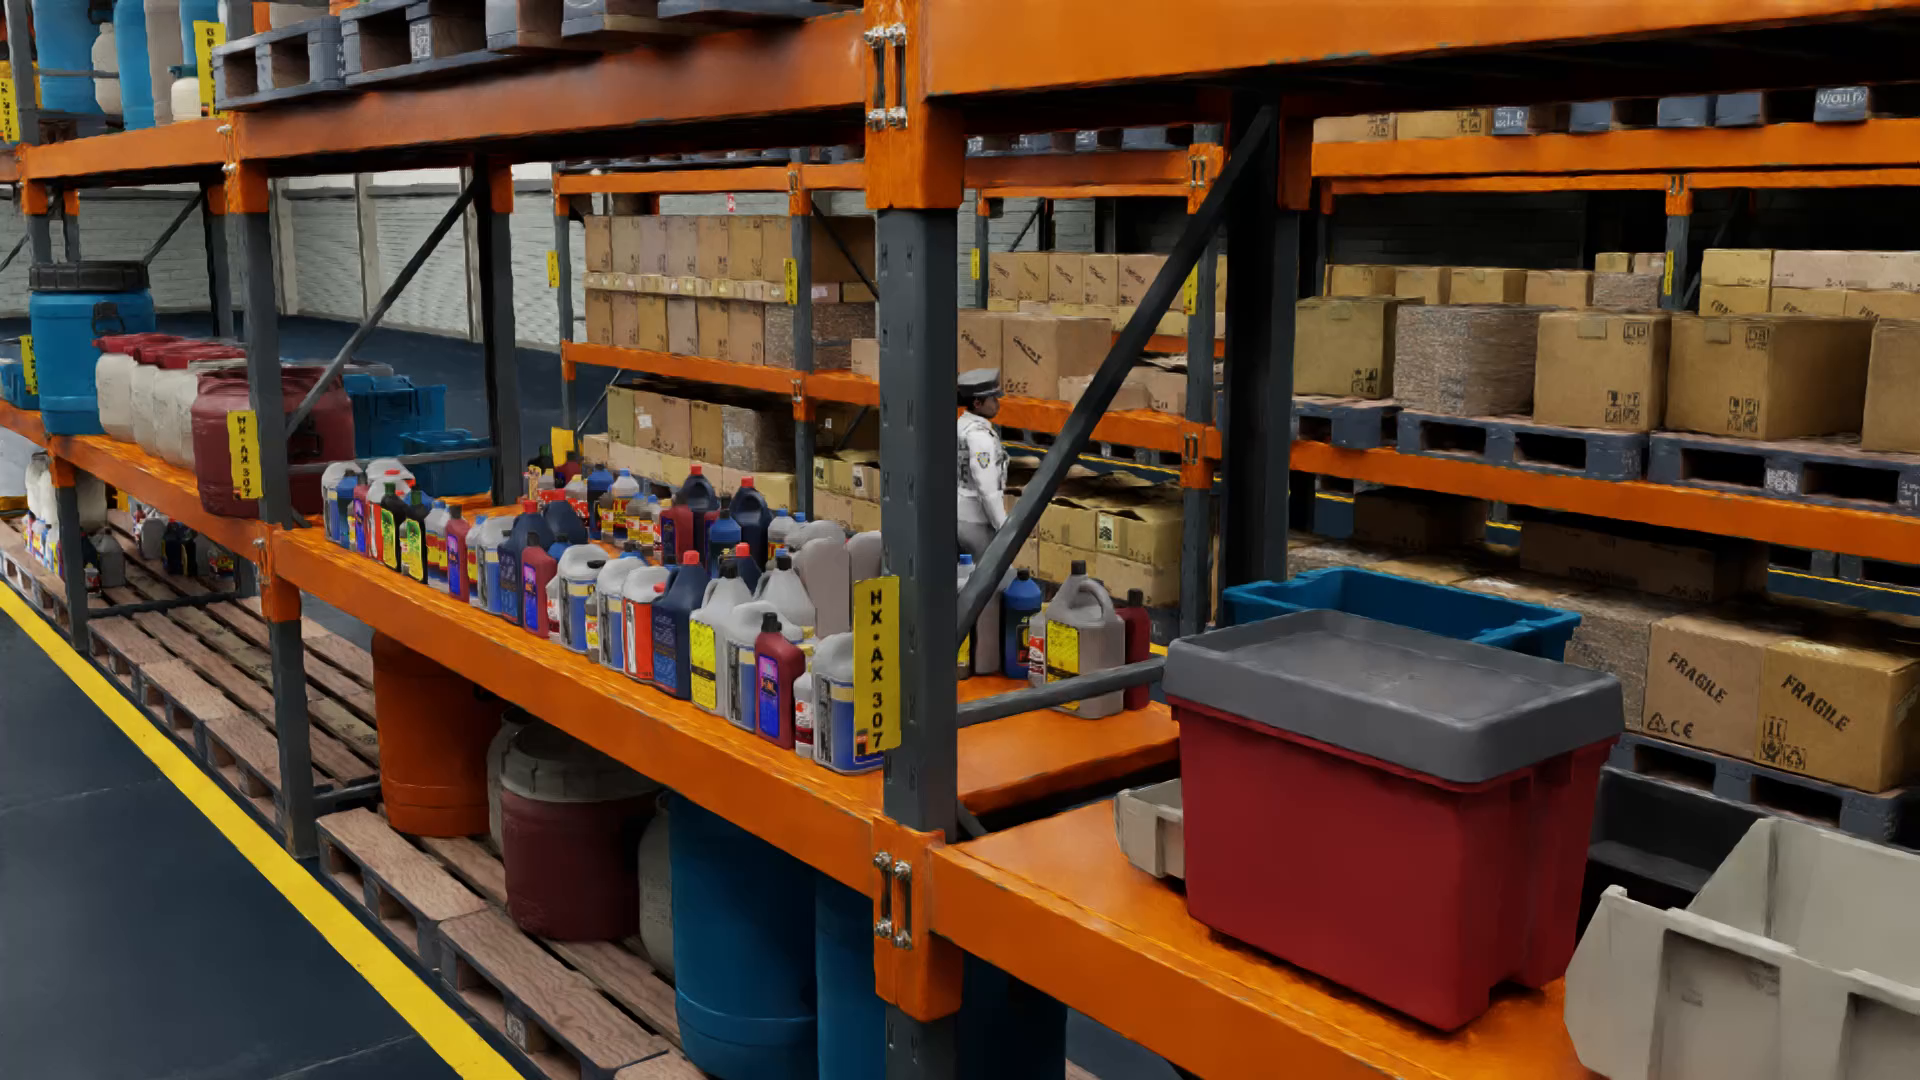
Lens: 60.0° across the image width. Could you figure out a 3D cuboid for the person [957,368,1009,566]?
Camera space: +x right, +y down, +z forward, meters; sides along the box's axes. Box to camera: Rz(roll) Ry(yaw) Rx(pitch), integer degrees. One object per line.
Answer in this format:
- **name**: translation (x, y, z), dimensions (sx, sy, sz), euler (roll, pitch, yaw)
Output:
- **person**: translation (0.123, -0.060, 8.711), dimensions (0.564, 1.677, 0.568), euler (-4, 12, -21)
